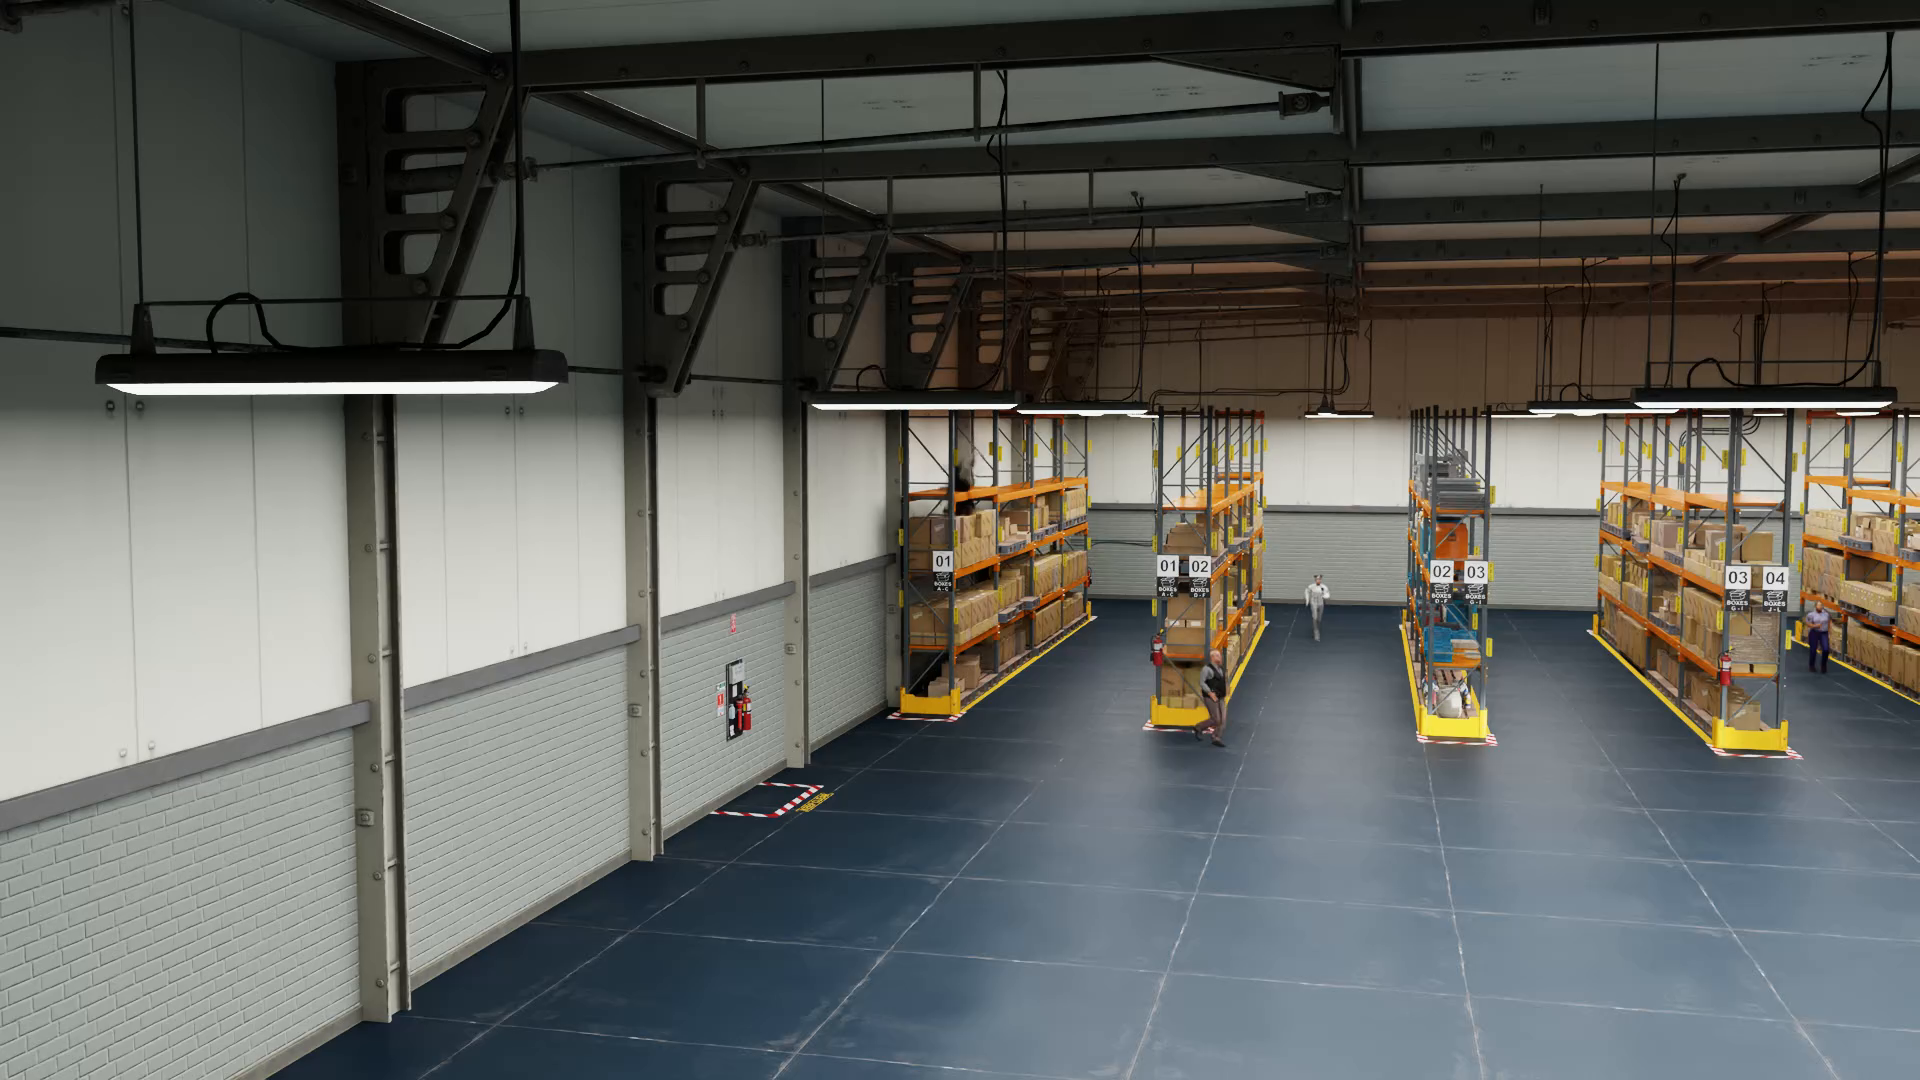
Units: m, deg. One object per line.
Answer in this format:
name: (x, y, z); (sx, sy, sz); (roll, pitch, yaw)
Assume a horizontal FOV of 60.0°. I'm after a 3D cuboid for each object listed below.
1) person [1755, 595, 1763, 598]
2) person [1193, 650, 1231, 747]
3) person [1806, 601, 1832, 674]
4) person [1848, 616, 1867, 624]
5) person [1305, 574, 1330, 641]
person: (20.921, 1.698, 44.189); (0.685, 1.776, 0.663); (-2, 4, -22)
person: (4.453, 2.817, 29.327); (0.616, 1.629, 0.682); (4, 6, 45)
person: (19.461, 2.208, 37.669); (0.578, 1.666, 0.688); (1, 4, 15)
person: (23.695, 1.673, 43.946); (0.876, 1.844, 0.643); (0, 4, 5)
person: (9.372, 1.746, 43.583); (0.579, 1.740, 0.848); (0, 4, 1)
